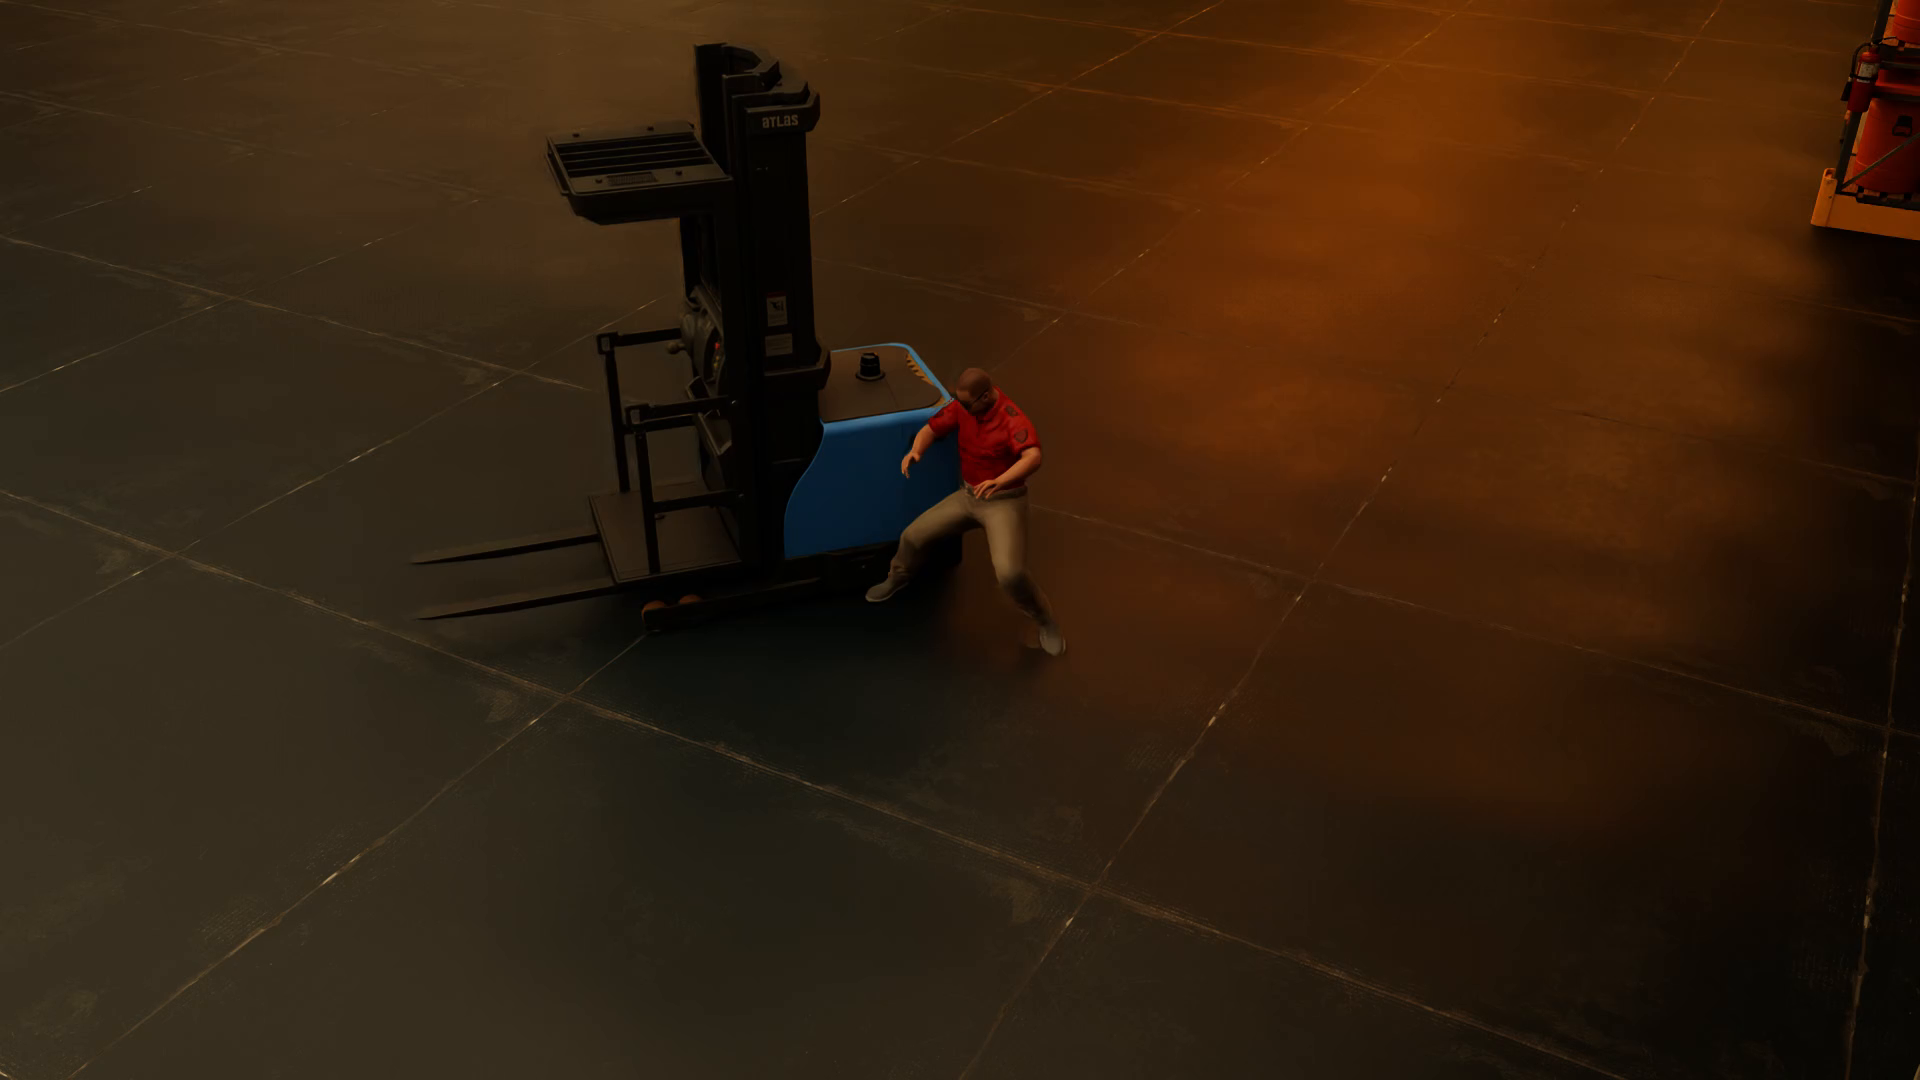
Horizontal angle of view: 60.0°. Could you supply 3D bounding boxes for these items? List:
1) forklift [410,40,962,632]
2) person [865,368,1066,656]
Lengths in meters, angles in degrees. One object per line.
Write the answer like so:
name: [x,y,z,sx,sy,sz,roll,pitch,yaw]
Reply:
forklift: [-1.562,-1.064,8.913,3.031,2.935,1.130,-10,31,-16]
person: [0.042,-0.183,8.869,0.673,1.532,1.167,-23,37,-34]
